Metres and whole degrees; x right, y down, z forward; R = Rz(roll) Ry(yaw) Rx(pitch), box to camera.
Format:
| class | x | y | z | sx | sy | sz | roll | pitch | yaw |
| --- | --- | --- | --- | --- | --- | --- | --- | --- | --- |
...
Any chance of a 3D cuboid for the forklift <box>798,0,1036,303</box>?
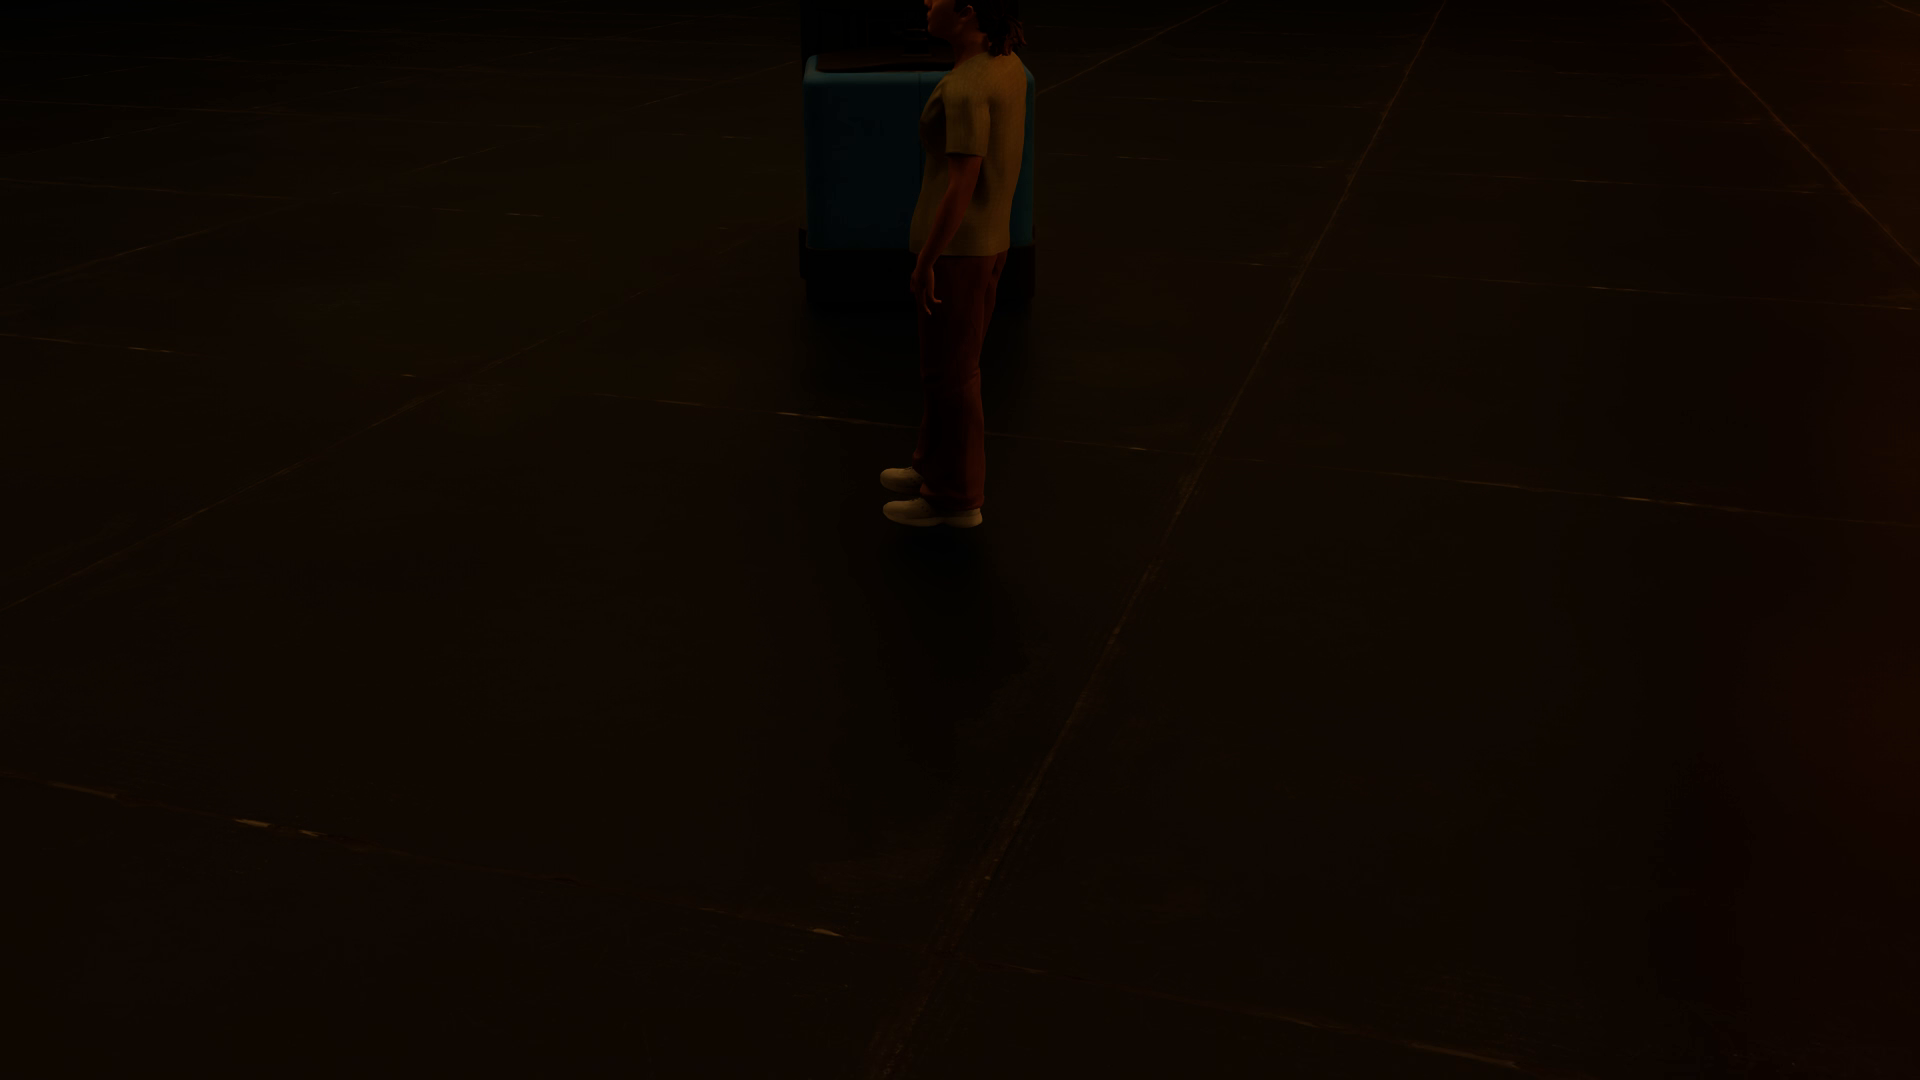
| class | x | y | z | sx | sy | sz | roll | pitch | yaw |
| --- | --- | --- | --- | --- | --- | --- | --- | --- | --- |
| forklift | -0.269 | -2.951 | 8.428 | 1.130 | 2.935 | 3.031 | -1 | 22 | -3 |

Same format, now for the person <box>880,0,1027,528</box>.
| class | x | y | z | sx | sy | sz | roll | pitch | yaw |
| --- | --- | --- | --- | --- | --- | --- | --- | --- | --- |
| person | -0.067 | -0.831 | 4.813 | 0.547 | 1.673 | 0.553 | 7 | 23 | 16 |
